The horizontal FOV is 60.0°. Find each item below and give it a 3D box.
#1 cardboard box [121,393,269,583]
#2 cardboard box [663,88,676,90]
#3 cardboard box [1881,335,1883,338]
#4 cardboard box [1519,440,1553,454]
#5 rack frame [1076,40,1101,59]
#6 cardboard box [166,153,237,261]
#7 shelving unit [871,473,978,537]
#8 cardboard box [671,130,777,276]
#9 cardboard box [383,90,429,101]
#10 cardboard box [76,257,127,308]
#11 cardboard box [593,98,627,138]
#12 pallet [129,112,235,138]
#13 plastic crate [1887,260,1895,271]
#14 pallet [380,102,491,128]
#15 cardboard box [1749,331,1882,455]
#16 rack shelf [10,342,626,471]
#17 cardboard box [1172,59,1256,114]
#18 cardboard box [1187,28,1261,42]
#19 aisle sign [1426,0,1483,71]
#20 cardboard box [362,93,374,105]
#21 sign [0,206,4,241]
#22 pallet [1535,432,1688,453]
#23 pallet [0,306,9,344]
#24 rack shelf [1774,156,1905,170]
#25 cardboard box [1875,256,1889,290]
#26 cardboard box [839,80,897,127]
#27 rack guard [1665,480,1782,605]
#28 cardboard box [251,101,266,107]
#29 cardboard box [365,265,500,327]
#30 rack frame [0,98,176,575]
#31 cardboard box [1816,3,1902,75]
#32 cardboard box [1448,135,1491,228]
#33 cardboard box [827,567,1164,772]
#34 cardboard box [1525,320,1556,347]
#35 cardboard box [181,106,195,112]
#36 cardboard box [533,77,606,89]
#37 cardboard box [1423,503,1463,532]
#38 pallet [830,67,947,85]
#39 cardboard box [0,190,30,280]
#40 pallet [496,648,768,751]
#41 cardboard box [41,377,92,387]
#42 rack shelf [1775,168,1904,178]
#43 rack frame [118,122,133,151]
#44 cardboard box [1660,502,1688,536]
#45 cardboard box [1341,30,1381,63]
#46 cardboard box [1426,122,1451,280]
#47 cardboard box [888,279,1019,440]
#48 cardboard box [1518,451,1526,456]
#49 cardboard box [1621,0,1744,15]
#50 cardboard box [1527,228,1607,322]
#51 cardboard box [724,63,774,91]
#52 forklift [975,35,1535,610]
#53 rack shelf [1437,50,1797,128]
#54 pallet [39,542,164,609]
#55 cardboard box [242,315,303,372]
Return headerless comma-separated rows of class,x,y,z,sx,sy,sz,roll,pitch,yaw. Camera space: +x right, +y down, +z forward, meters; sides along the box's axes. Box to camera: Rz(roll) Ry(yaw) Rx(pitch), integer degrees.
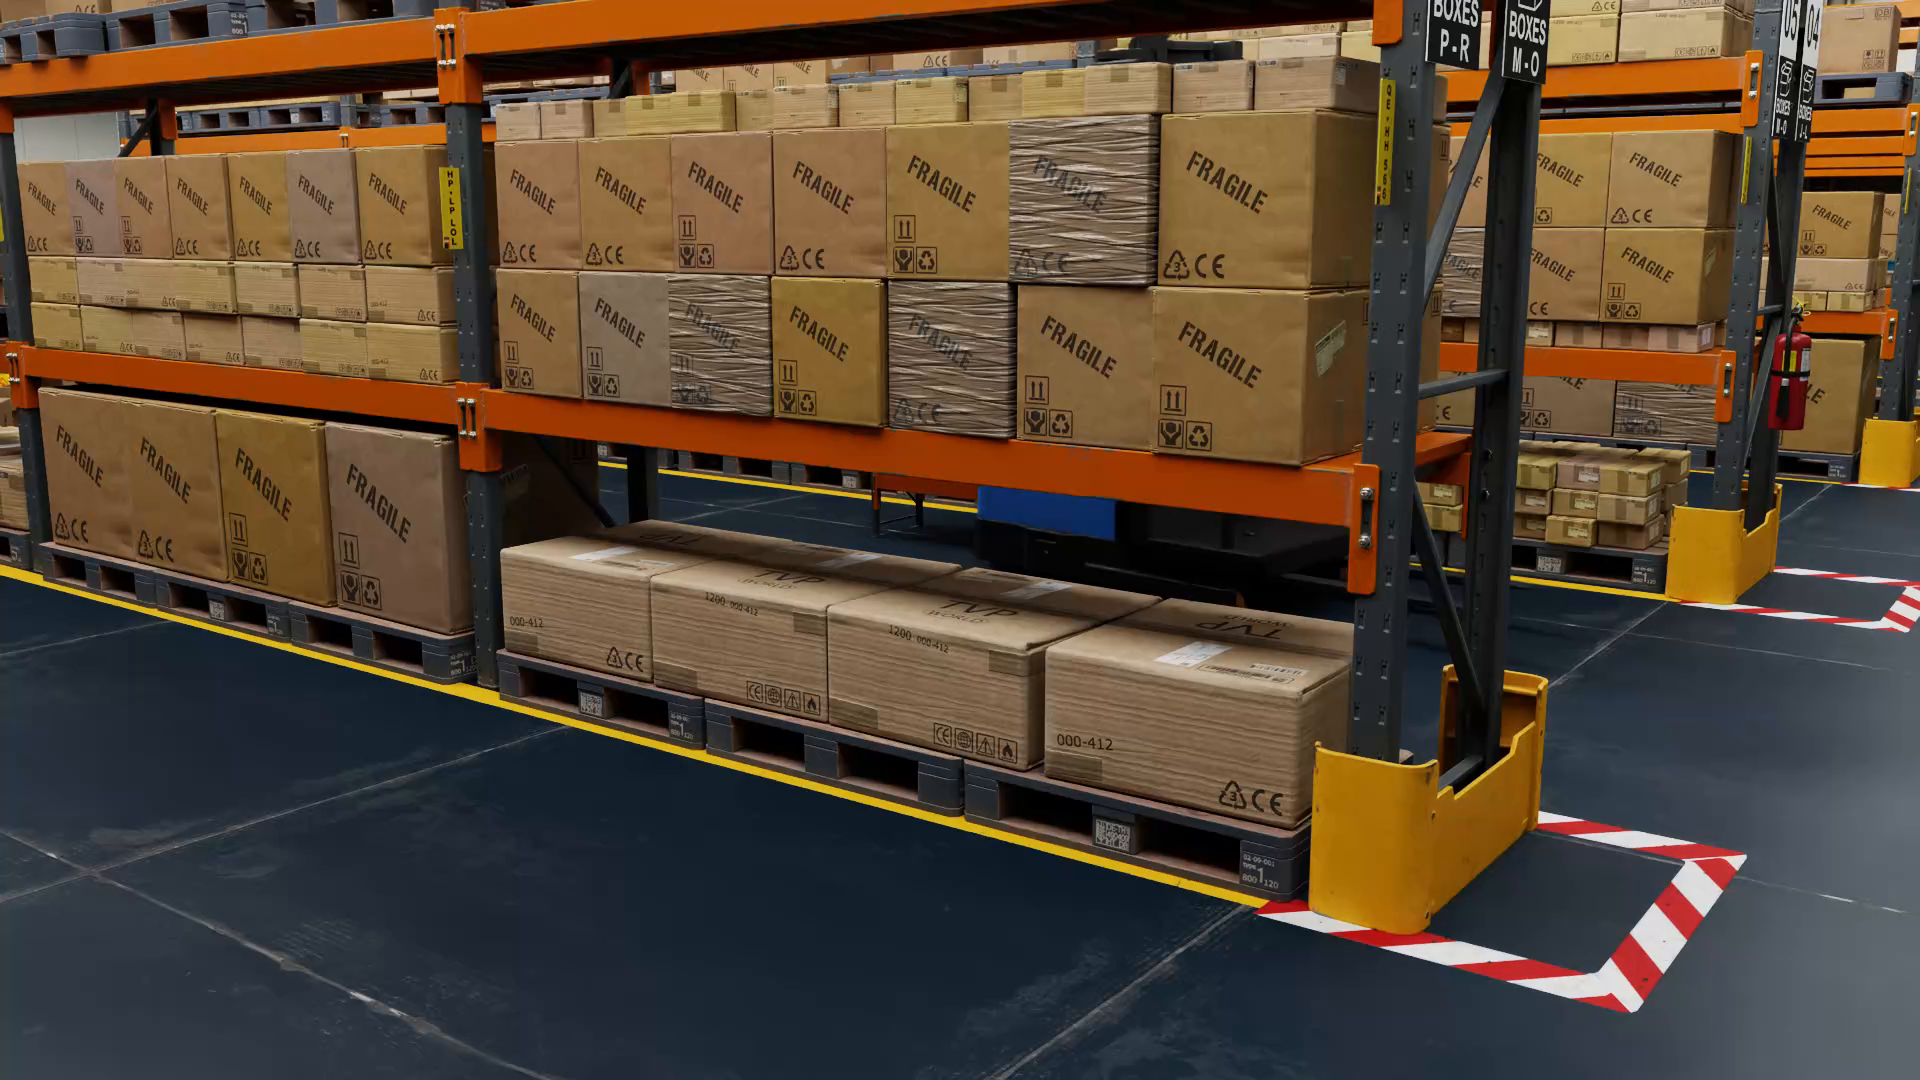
cardboard box,-3.756,-0.327,8.810,0.875,0.875,0.875,8,14,36
cardboard box,-2.585,-3.923,13.881,0.500,0.311,0.500,8,14,36
cardboard box,12.124,-2.572,22.007,0.500,0.250,0.500,8,13,36
cardboard box,3.426,-0.510,10.102,0.250,0.149,0.380,7,13,33
rack frame,1.092,-4.620,10.718,0.127,3.000,1.000,8,13,36
cardboard box,-3.509,-1.630,8.162,0.500,0.500,0.500,8,14,36
shelving unit,0.005,-0.552,10.419,1.048,1.125,0.538,8,13,36
cardboard box,-0.706,-1.238,6.134,0.500,0.500,0.500,8,14,37
cardboard box,-5.017,-4.130,15.067,0.396,0.266,0.258,8,13,35
cardboard box,-4.302,-1.374,8.812,0.500,0.250,0.500,8,14,37
cardboard box,-1.208,-1.640,6.506,0.250,0.149,0.380,8,13,35
pallet,-7.975,-4.371,17.562,1.213,0.211,1.003,8,13,36
plastic crate,9.731,-2.830,17.546,0.300,0.233,0.416,8,13,36
pallet,-4.587,-3.857,15.176,1.217,0.209,0.805,7,13,33
cardboard box,6.771,-1.195,13.300,0.875,0.875,0.875,8,13,36
rack shelf,-3.368,-0.777,8.543,4.000,0.370,1.077,8,13,36
cardboard box,0.841,-1.349,5.000,0.250,0.149,0.380,8,14,37
cardboard box,1.737,-3.171,10.207,0.500,0.250,0.500,8,13,35
aisle sign,1.342,-1.676,4.453,0.004,0.787,0.394,8,13,36
cardboard box,-5.658,-4.300,16.256,0.250,0.149,0.380,8,14,36
sign,-5.294,-1.800,9.099,0.005,0.325,0.100,8,13,36
pallet,5.664,-0.819,14.207,1.213,0.211,1.003,8,13,36
pallet,-5.618,-1.325,9.985,1.003,0.211,1.213,8,13,36
rack shelf,11.588,-4.833,21.612,4.000,0.370,1.077,8,13,36
cardboard box,7.107,-2.140,13.308,0.500,0.250,0.500,8,13,34
cardboard box,-0.201,-1.491,5.737,0.250,0.149,0.380,8,14,37
rack guard,4.255,-0.006,9.245,0.348,0.500,1.175,8,13,36
cardboard box,-6.657,-4.285,16.175,0.250,0.149,0.380,8,14,36
cardboard box,-2.255,-1.089,7.343,0.500,0.250,0.500,8,13,35
rack frame,-4.980,-1.355,9.636,0.127,3.000,1.000,8,13,36
cardboard box,6.883,-3.800,12.745,0.500,0.500,0.700,7,13,32
cardboard box,2.968,-2.038,9.489,0.500,0.500,0.500,9,14,38
cardboard box,0.134,0.436,6.021,0.875,0.438,0.875,8,14,37
cardboard box,3.278,-1.180,9.391,0.250,0.149,0.380,8,14,37
cardboard box,-7.679,-4.427,16.911,0.250,0.149,0.380,8,14,36
cardboard box,-3.152,-3.880,13.657,0.500,0.311,0.500,8,13,36
cardboard box,2.890,-0.160,9.858,0.250,0.149,0.380,7,13,33
pallet,-0.180,-3.257,12.064,1.003,0.211,1.213,8,13,36
cardboard box,-5.511,-1.765,9.603,0.500,0.500,0.500,7,13,34
pallet,-1.189,0.561,7.073,1.213,0.211,1.003,8,13,36
cardboard box,-7.175,-1.225,13.553,0.500,0.500,0.500,8,13,36
rack shelf,14.518,-5.592,25.534,4.000,0.370,1.077,8,13,36
rack frame,-8.580,-3.024,18.261,0.127,3.000,1.000,8,13,36
cardboard box,4.084,-0.139,9.752,0.250,0.149,0.380,8,14,37
cardboard box,2.546,-2.805,9.631,0.500,0.250,0.500,9,14,38
cardboard box,1.250,-1.093,5.387,0.500,0.500,0.500,8,13,34
cardboard box,0.107,-0.633,5.644,0.500,0.500,0.500,8,14,37
cardboard box,3.116,-0.430,9.687,0.250,0.149,0.380,7,13,33
cardboard box,3.795,-2.882,8.711,0.500,0.250,0.500,7,13,34
cardboard box,3.390,-1.490,9.286,0.500,0.500,0.500,8,13,35
cardboard box,-1.422,-3.486,12.491,0.500,0.500,0.500,8,13,36
forklift,1.501,-1.144,8.724,3.031,2.935,1.130,10,15,43
rack shelf,2.704,-2.569,9.909,4.000,0.370,1.077,8,13,36
pallet,-4.389,0.114,9.384,1.213,0.211,1.003,8,13,36
cardboard box,-3.072,-0.961,7.993,0.500,0.250,0.500,8,13,34
